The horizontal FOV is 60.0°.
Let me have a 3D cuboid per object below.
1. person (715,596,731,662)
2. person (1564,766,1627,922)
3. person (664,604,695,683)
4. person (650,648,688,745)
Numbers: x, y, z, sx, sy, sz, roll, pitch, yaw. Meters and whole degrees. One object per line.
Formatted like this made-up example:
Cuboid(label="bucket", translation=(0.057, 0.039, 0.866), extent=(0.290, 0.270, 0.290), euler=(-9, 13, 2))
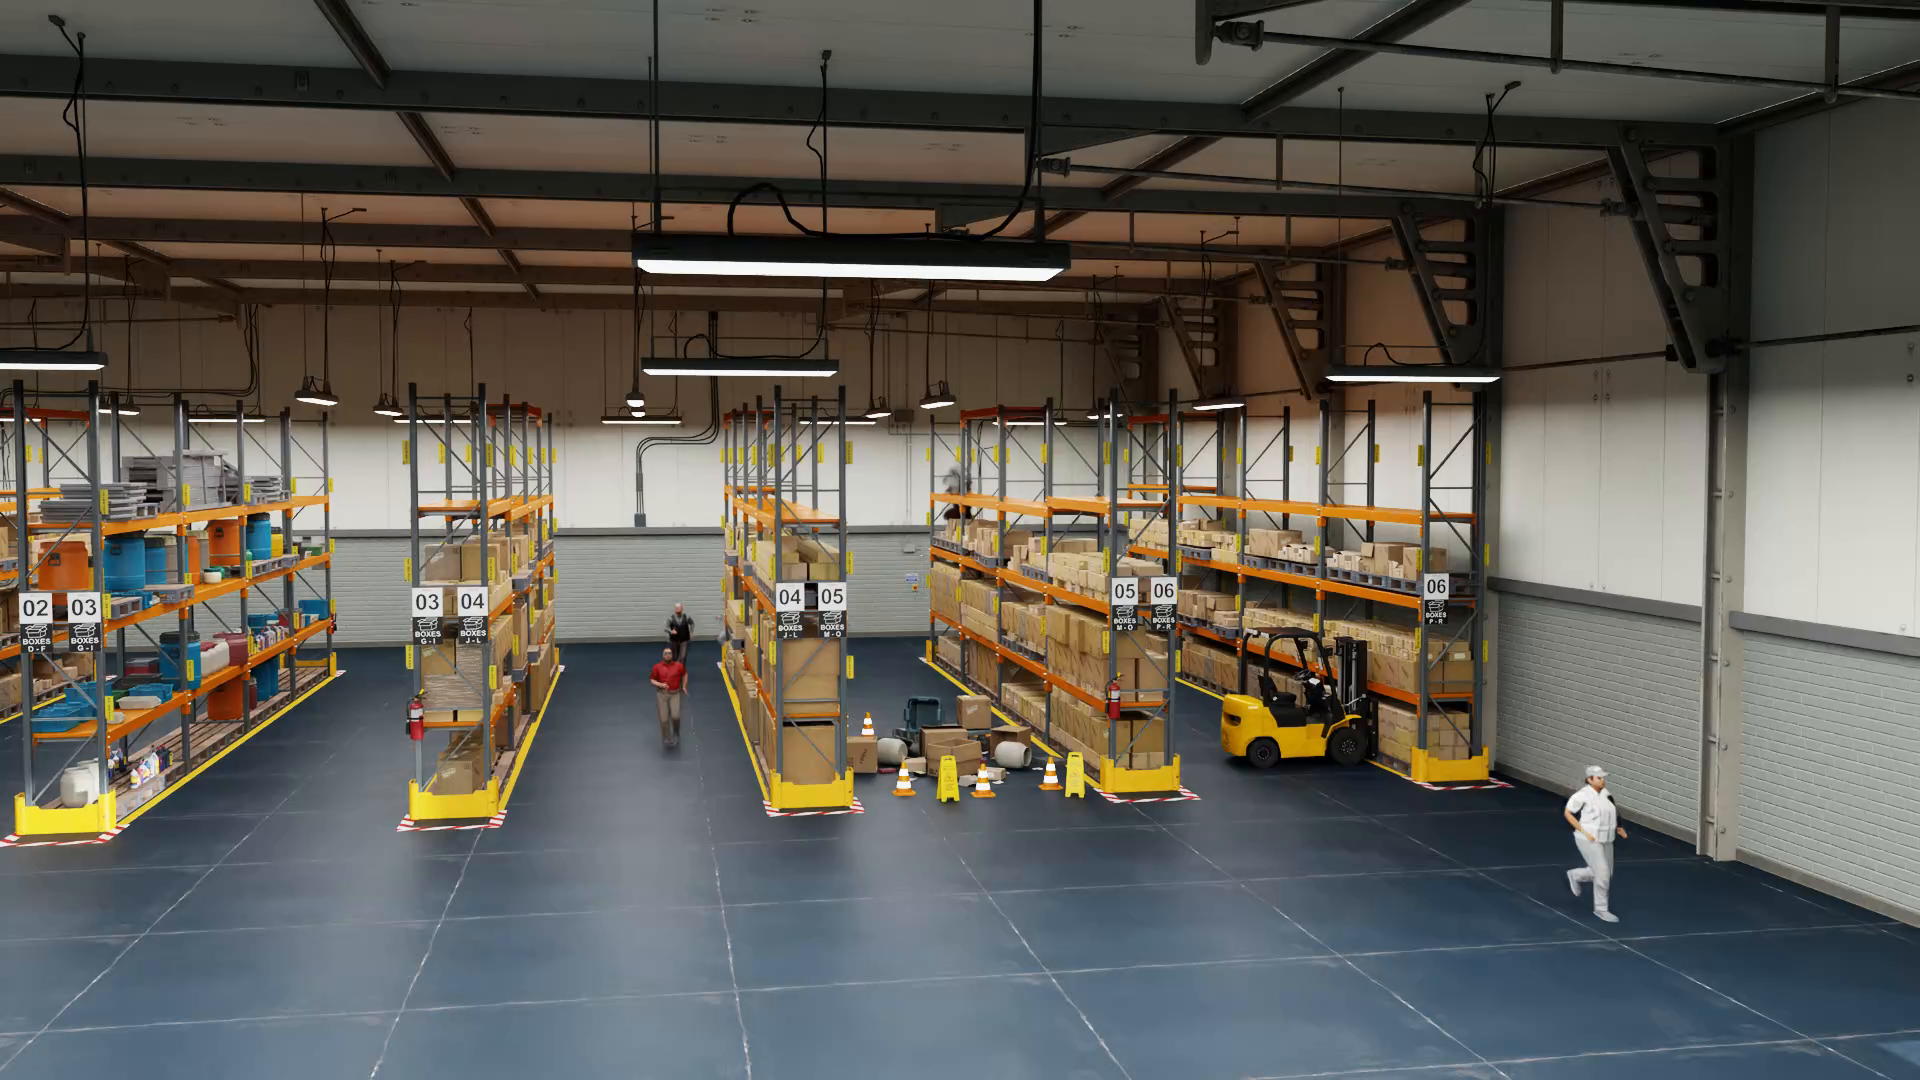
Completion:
Cuboid(label="person", translation=(-5.592, 2.158, 40.346), extent=(0.707, 1.605, 0.579), euler=(-1, 3, -19))
Cuboid(label="person", translation=(6.891, 3.279, 18.147), extent=(0.607, 1.651, 0.735), euler=(-2, 3, -30))
Cuboid(label="person", translation=(-6.233, 2.271, 36.966), extent=(0.670, 1.731, 0.957), euler=(-1, 3, -11))
Cuboid(label="person", translation=(-4.986, 2.698, 28.528), extent=(0.646, 1.691, 0.648), euler=(-1, 3, -11))
